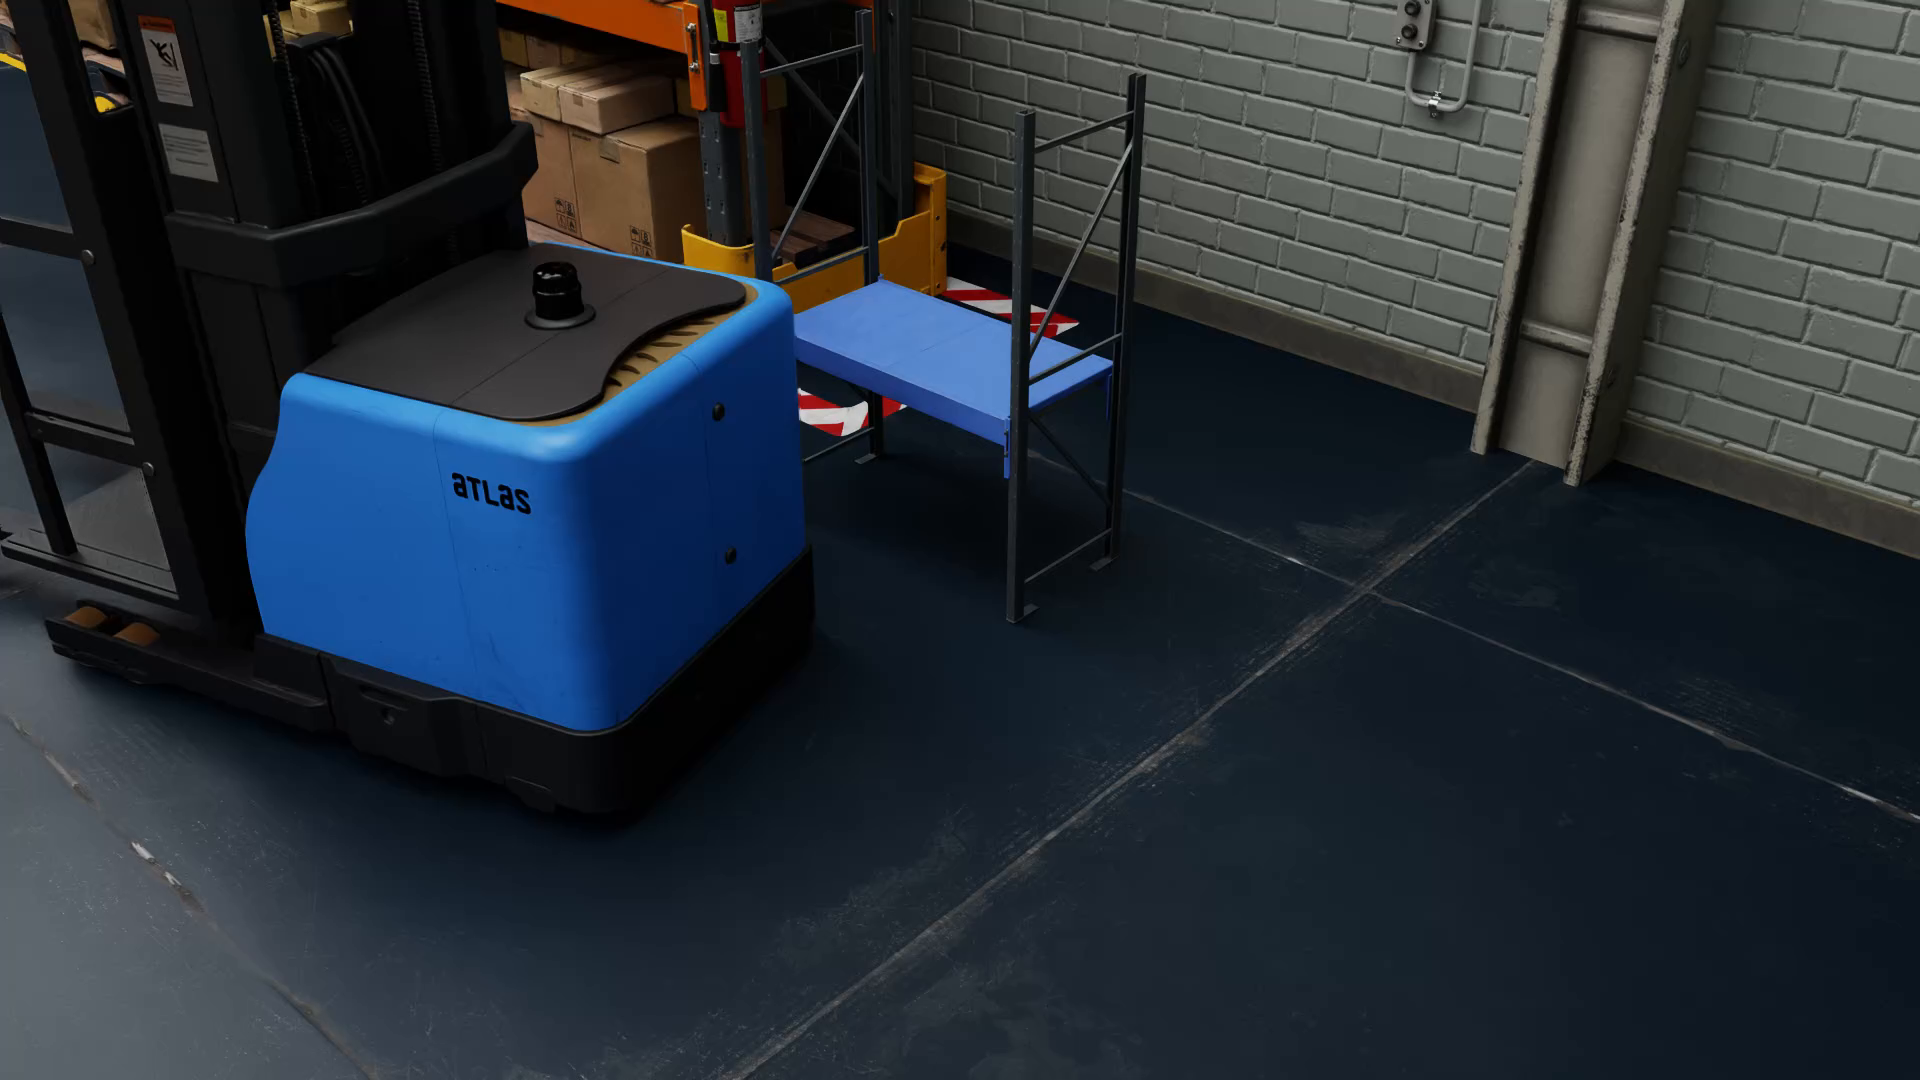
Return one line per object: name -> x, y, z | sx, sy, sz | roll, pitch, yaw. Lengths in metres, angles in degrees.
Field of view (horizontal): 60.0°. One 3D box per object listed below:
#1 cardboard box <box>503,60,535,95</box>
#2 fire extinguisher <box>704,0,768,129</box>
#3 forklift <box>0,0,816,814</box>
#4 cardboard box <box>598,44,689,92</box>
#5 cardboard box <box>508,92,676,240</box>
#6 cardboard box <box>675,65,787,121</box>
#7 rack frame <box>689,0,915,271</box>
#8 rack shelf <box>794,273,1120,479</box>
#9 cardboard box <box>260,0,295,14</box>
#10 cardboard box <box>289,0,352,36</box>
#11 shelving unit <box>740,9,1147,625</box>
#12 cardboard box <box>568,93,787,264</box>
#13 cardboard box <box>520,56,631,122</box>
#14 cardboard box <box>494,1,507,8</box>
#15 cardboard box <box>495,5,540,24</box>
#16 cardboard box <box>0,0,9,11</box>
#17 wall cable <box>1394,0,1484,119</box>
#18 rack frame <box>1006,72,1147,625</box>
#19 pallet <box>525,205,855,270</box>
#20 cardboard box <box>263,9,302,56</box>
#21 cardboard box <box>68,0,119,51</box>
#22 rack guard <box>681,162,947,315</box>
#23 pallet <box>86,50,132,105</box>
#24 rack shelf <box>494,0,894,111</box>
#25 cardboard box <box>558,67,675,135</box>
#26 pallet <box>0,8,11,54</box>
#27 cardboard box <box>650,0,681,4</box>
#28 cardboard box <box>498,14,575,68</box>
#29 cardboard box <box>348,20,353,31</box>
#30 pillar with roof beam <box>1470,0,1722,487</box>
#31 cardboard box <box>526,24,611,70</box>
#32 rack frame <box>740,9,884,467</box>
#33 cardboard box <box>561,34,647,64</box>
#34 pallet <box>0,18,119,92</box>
cardboard box -> -1.896, -1.851, 7.433 | 0.500, 0.500, 0.700 | 24, 38, 34
fire extinguisher -> -0.763, -1.769, 5.717 | 0.183, 0.674, 0.296 | 25, 39, 35
forklift -> -1.972, -1.089, 4.217 | 3.031, 2.935, 1.130 | 14, 34, 21
cardboard box -> -1.301, -1.990, 7.035 | 0.250, 0.149, 0.380 | 25, 39, 35
cardboard box -> -1.523, -1.677, 7.144 | 0.500, 0.500, 0.700 | 25, 39, 35
cardboard box -> -0.925, -1.815, 6.744 | 0.250, 0.149, 0.380 | 25, 39, 35
rack frame -> -0.566, -2.191, 5.981 | 0.127, 3.000, 1.000 | 25, 39, 35
rack shelf -> -0.063, -0.518, 5.005 | 1.000, 0.185, 0.538 | 25, 39, 35
cardboard box -> -4.100, -3.009, 9.018 | 0.750, 0.750, 0.750 | 26, 39, 36
cardboard box -> -2.914, -2.476, 7.842 | 0.250, 0.149, 0.380 | 27, 40, 37
shelving unit -> -0.063, -0.672, 4.912 | 1.048, 1.500, 0.538 | 25, 39, 35
cardboard box -> -1.152, -1.504, 6.856 | 0.500, 0.500, 0.700 | 25, 39, 35
cardboard box -> -1.559, -1.845, 6.793 | 0.250, 0.149, 0.380 | 26, 40, 36
cardboard box -> -2.245, -2.430, 7.766 | 0.250, 0.149, 0.380 | 25, 39, 36
cardboard box -> -2.053, -2.341, 7.618 | 0.250, 0.149, 0.380 | 24, 39, 34
cardboard box -> -5.395, -3.608, 10.012 | 0.750, 0.750, 0.750 | 25, 39, 35
wall cable -> 1.019, -2.545, 5.584 | 1.851, 1.984, 0.084 | 25, 39, 35
rack frame -> 0.314, -0.496, 4.620 | 0.032, 1.500, 0.500 | 25, 39, 35
pallet -> -1.211, -1.243, 7.110 | 1.213, 0.211, 1.003 | 25, 39, 35
cardboard box -> -3.046, -2.386, 8.322 | 0.500, 0.500, 0.700 | 26, 39, 36
cardboard box -> -4.762, -3.316, 9.527 | 0.750, 0.750, 0.750 | 26, 40, 36
rack guard -> -0.548, -1.112, 6.612 | 0.348, 0.500, 1.175 | 25, 39, 35
pallet -> -4.154, -2.619, 9.395 | 1.213, 0.211, 1.003 | 25, 39, 35
rack shelf -> -2.048, -2.575, 7.316 | 4.000, 0.370, 1.077 | 25, 39, 35
cardboard box -> -1.369, -1.757, 6.647 | 0.250, 0.149, 0.380 | 25, 39, 35
pallet -> -5.963, -3.463, 10.798 | 1.213, 0.211, 1.003 | 25, 39, 35
cardboard box -> -0.950, -2.492, 6.190 | 0.700, 0.700, 0.980 | 27, 40, 37
cardboard box -> -1.866, -2.253, 7.472 | 0.250, 0.149, 0.380 | 25, 39, 36
cardboard box -> -2.527, -2.295, 7.542 | 0.250, 0.149, 0.380 | 24, 38, 34
pillar with roof beam -> -0.872, -2.511, 0.696 | 0.400, 9.000, 9.100 | 25, 39, 35
cardboard box -> -1.675, -2.165, 7.325 | 0.250, 0.149, 0.380 | 26, 39, 36
rack frame -> -0.440, -0.848, 5.204 | 0.032, 1.500, 0.500 | 25, 39, 35
cardboard box -> -1.486, -2.077, 7.179 | 0.250, 0.149, 0.380 | 25, 39, 35
pallet -> -5.063, -3.041, 10.097 | 1.213, 0.211, 1.003 | 25, 39, 35
